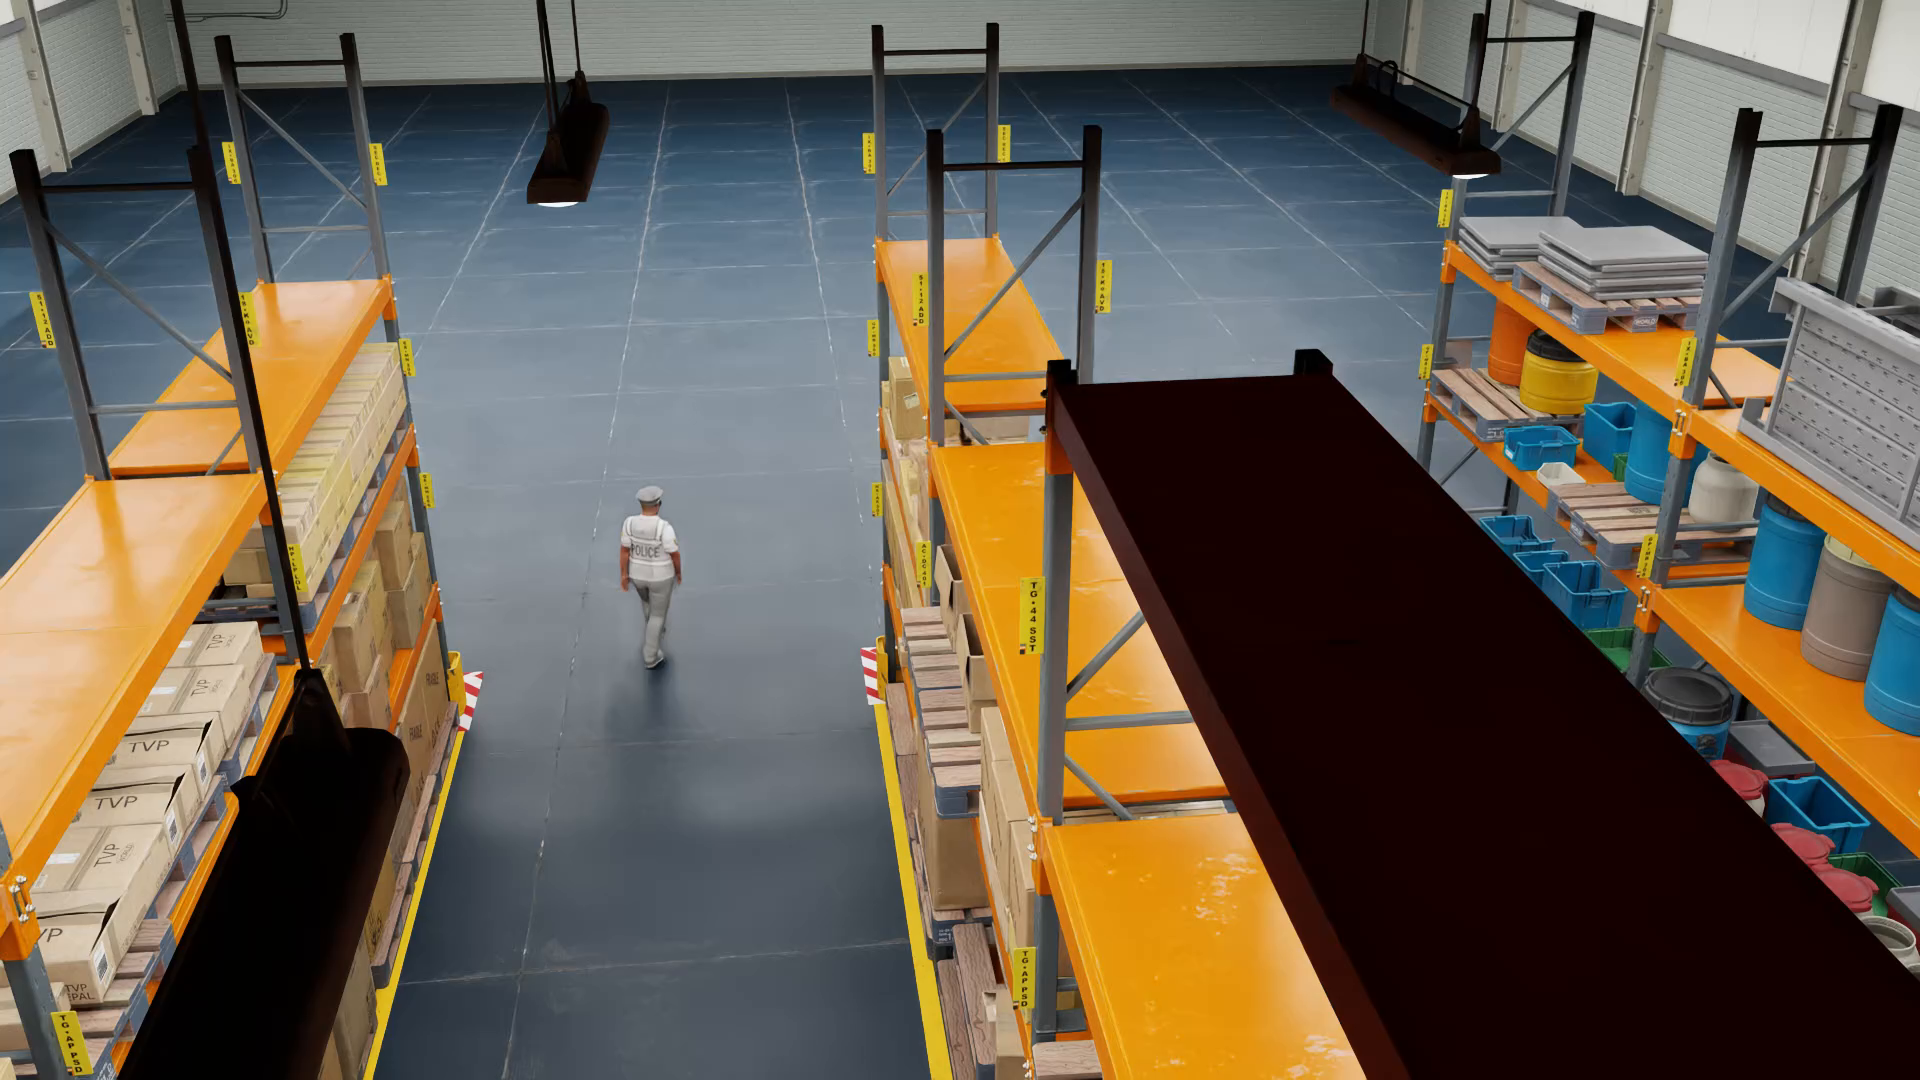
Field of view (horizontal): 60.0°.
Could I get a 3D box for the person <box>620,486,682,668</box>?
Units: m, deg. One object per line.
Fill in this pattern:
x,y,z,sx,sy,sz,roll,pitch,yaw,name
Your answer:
-2.894,0.295,15.859,0.590,1.734,0.841,10,27,20,person
